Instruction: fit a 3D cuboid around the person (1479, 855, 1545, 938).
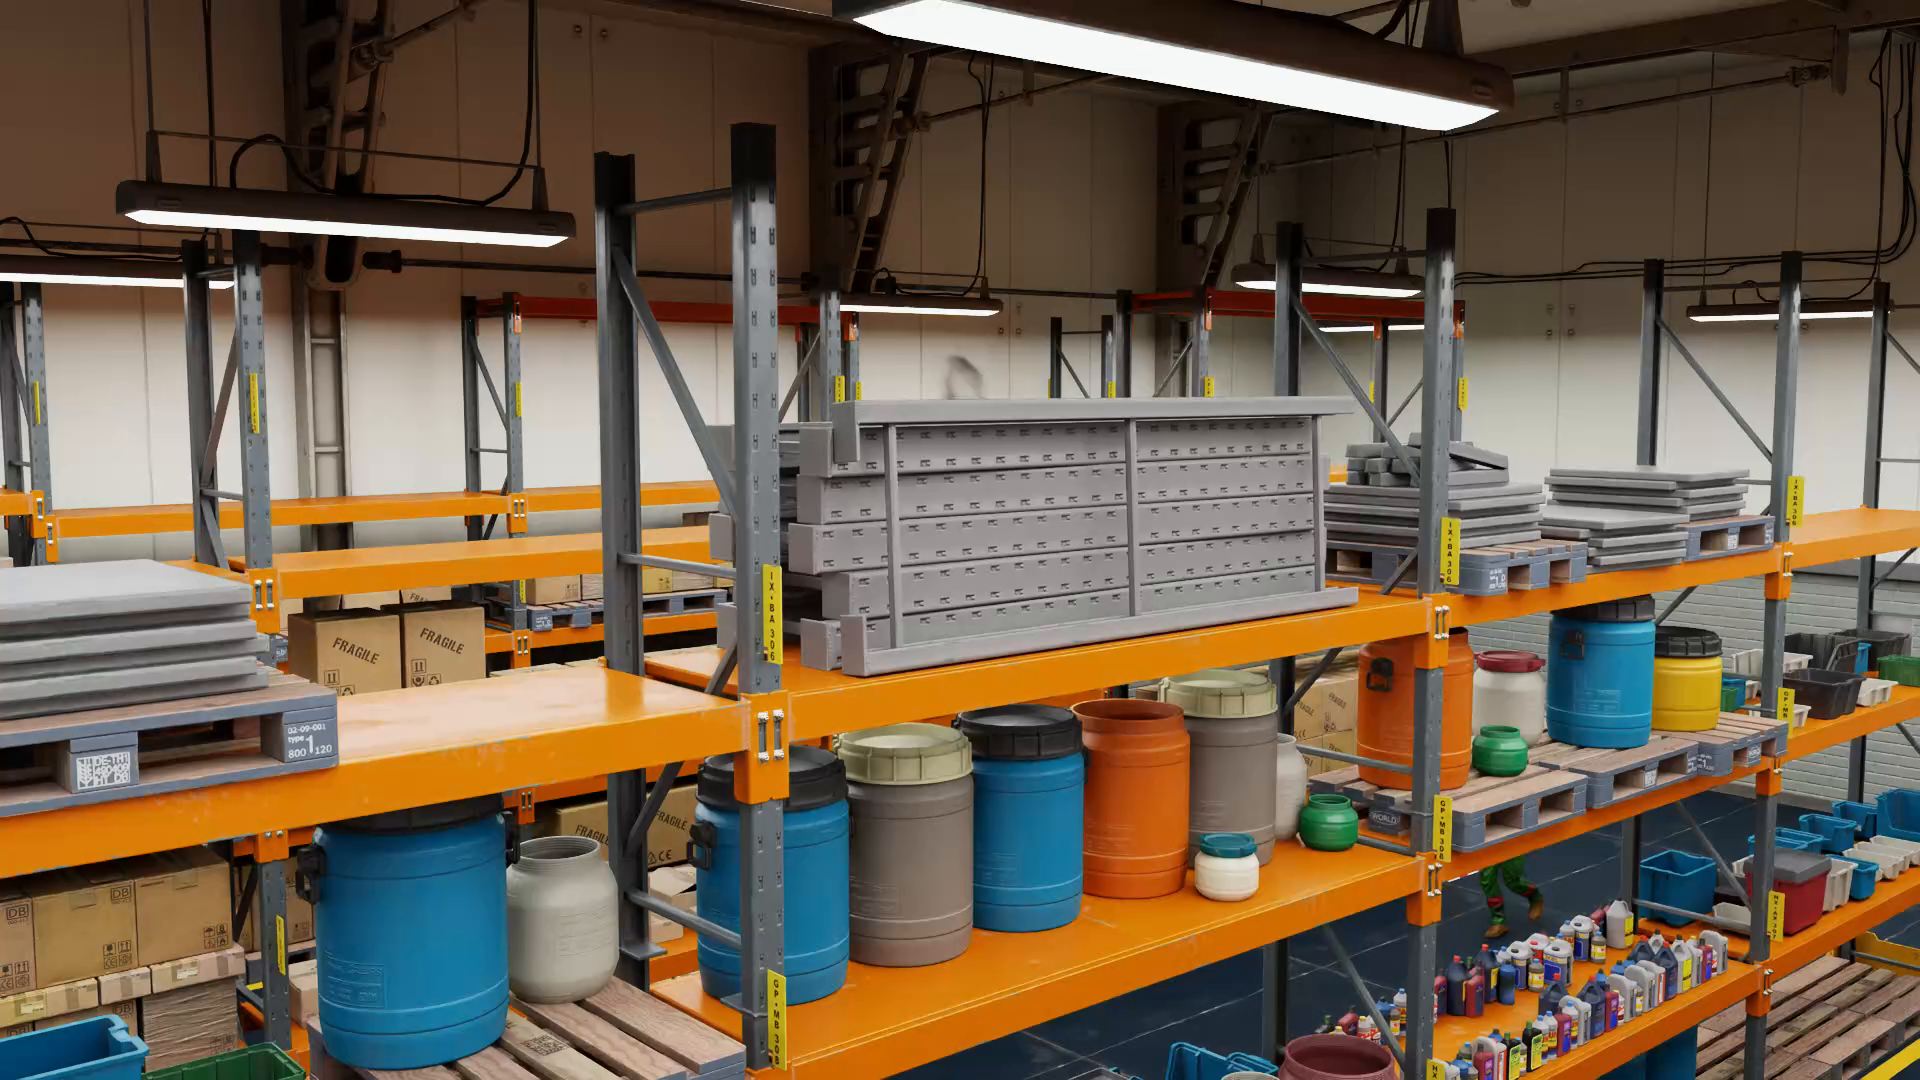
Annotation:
[{"bbox_3d":[5.161,2.809,15.716,0.799,1.757,0.676,-4,6,-33],"label":"person"}]
